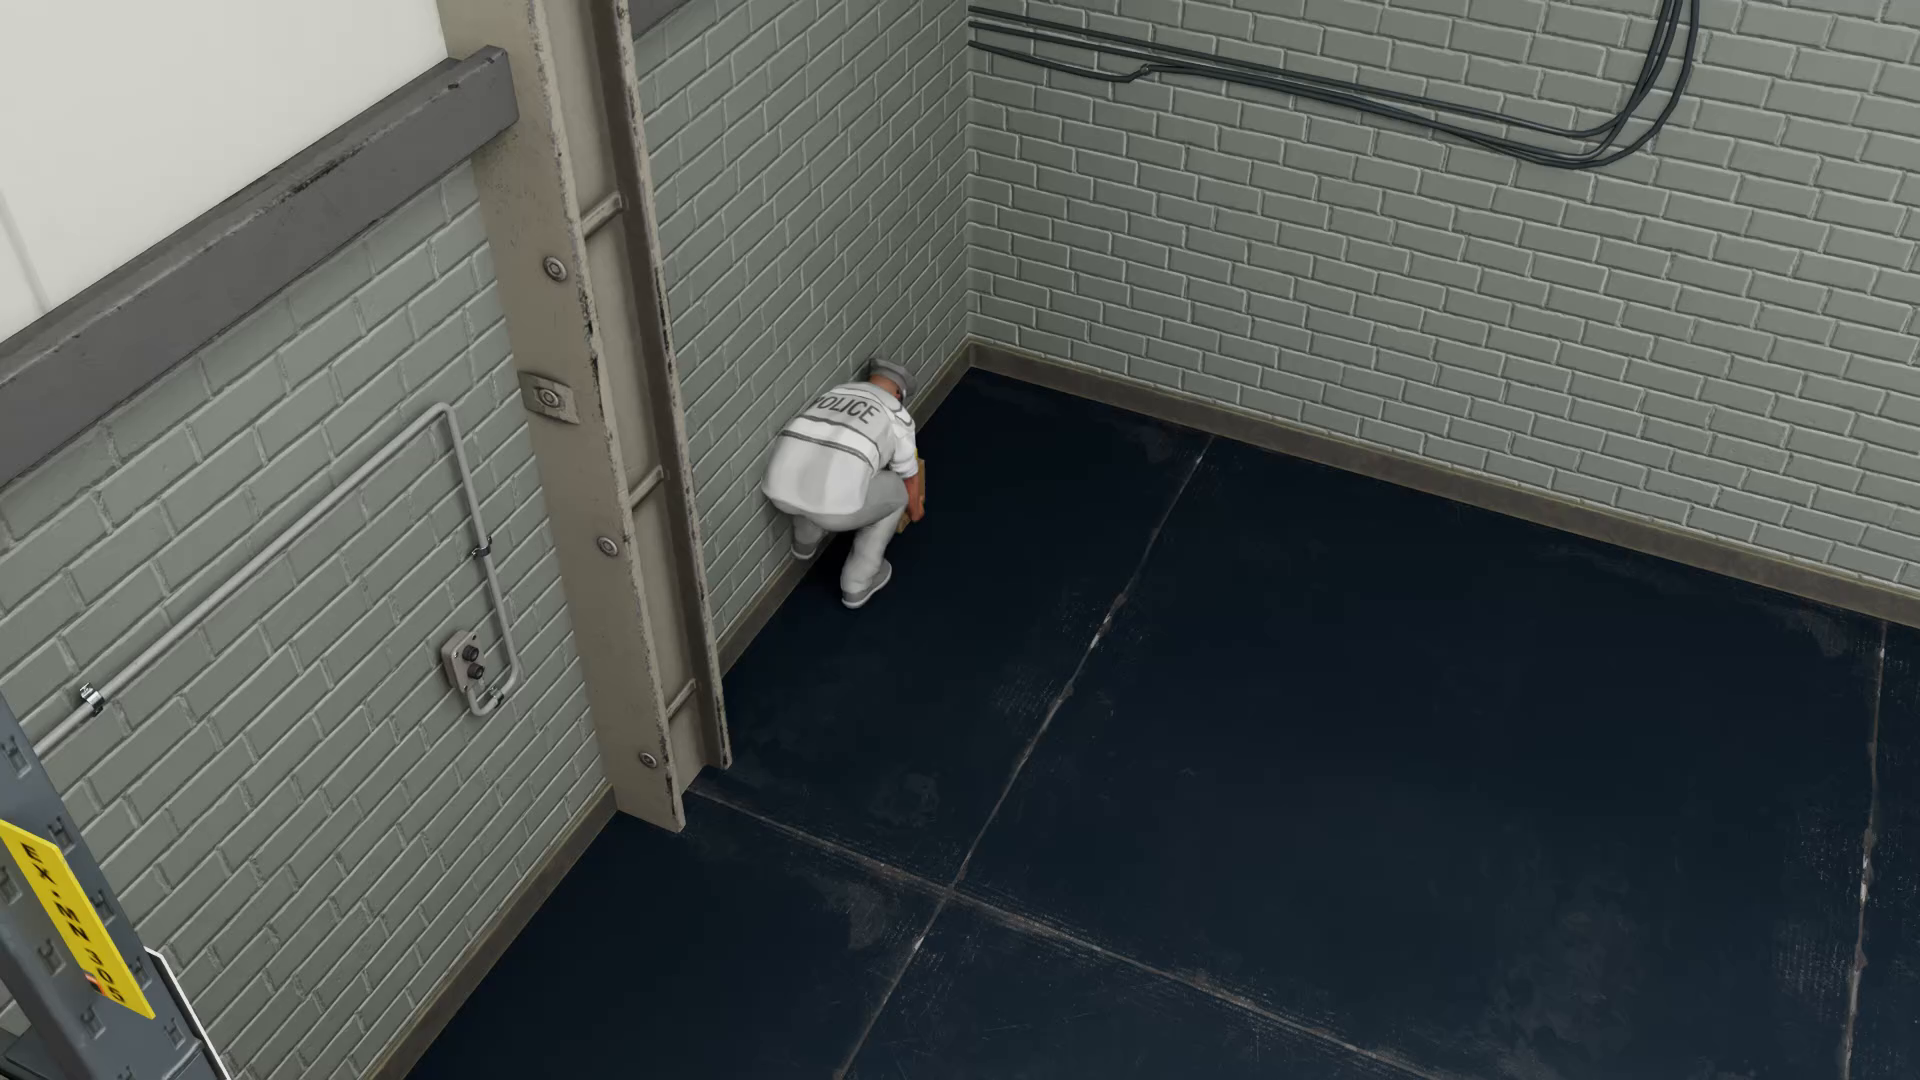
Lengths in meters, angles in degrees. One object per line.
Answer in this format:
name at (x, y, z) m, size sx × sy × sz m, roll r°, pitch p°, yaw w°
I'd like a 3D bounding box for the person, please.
person at (-0.467, -0.269, 7.120) m, size 0.542 × 0.901 × 1.026 m, roll 16°, pitch 44°, yaw 17°
